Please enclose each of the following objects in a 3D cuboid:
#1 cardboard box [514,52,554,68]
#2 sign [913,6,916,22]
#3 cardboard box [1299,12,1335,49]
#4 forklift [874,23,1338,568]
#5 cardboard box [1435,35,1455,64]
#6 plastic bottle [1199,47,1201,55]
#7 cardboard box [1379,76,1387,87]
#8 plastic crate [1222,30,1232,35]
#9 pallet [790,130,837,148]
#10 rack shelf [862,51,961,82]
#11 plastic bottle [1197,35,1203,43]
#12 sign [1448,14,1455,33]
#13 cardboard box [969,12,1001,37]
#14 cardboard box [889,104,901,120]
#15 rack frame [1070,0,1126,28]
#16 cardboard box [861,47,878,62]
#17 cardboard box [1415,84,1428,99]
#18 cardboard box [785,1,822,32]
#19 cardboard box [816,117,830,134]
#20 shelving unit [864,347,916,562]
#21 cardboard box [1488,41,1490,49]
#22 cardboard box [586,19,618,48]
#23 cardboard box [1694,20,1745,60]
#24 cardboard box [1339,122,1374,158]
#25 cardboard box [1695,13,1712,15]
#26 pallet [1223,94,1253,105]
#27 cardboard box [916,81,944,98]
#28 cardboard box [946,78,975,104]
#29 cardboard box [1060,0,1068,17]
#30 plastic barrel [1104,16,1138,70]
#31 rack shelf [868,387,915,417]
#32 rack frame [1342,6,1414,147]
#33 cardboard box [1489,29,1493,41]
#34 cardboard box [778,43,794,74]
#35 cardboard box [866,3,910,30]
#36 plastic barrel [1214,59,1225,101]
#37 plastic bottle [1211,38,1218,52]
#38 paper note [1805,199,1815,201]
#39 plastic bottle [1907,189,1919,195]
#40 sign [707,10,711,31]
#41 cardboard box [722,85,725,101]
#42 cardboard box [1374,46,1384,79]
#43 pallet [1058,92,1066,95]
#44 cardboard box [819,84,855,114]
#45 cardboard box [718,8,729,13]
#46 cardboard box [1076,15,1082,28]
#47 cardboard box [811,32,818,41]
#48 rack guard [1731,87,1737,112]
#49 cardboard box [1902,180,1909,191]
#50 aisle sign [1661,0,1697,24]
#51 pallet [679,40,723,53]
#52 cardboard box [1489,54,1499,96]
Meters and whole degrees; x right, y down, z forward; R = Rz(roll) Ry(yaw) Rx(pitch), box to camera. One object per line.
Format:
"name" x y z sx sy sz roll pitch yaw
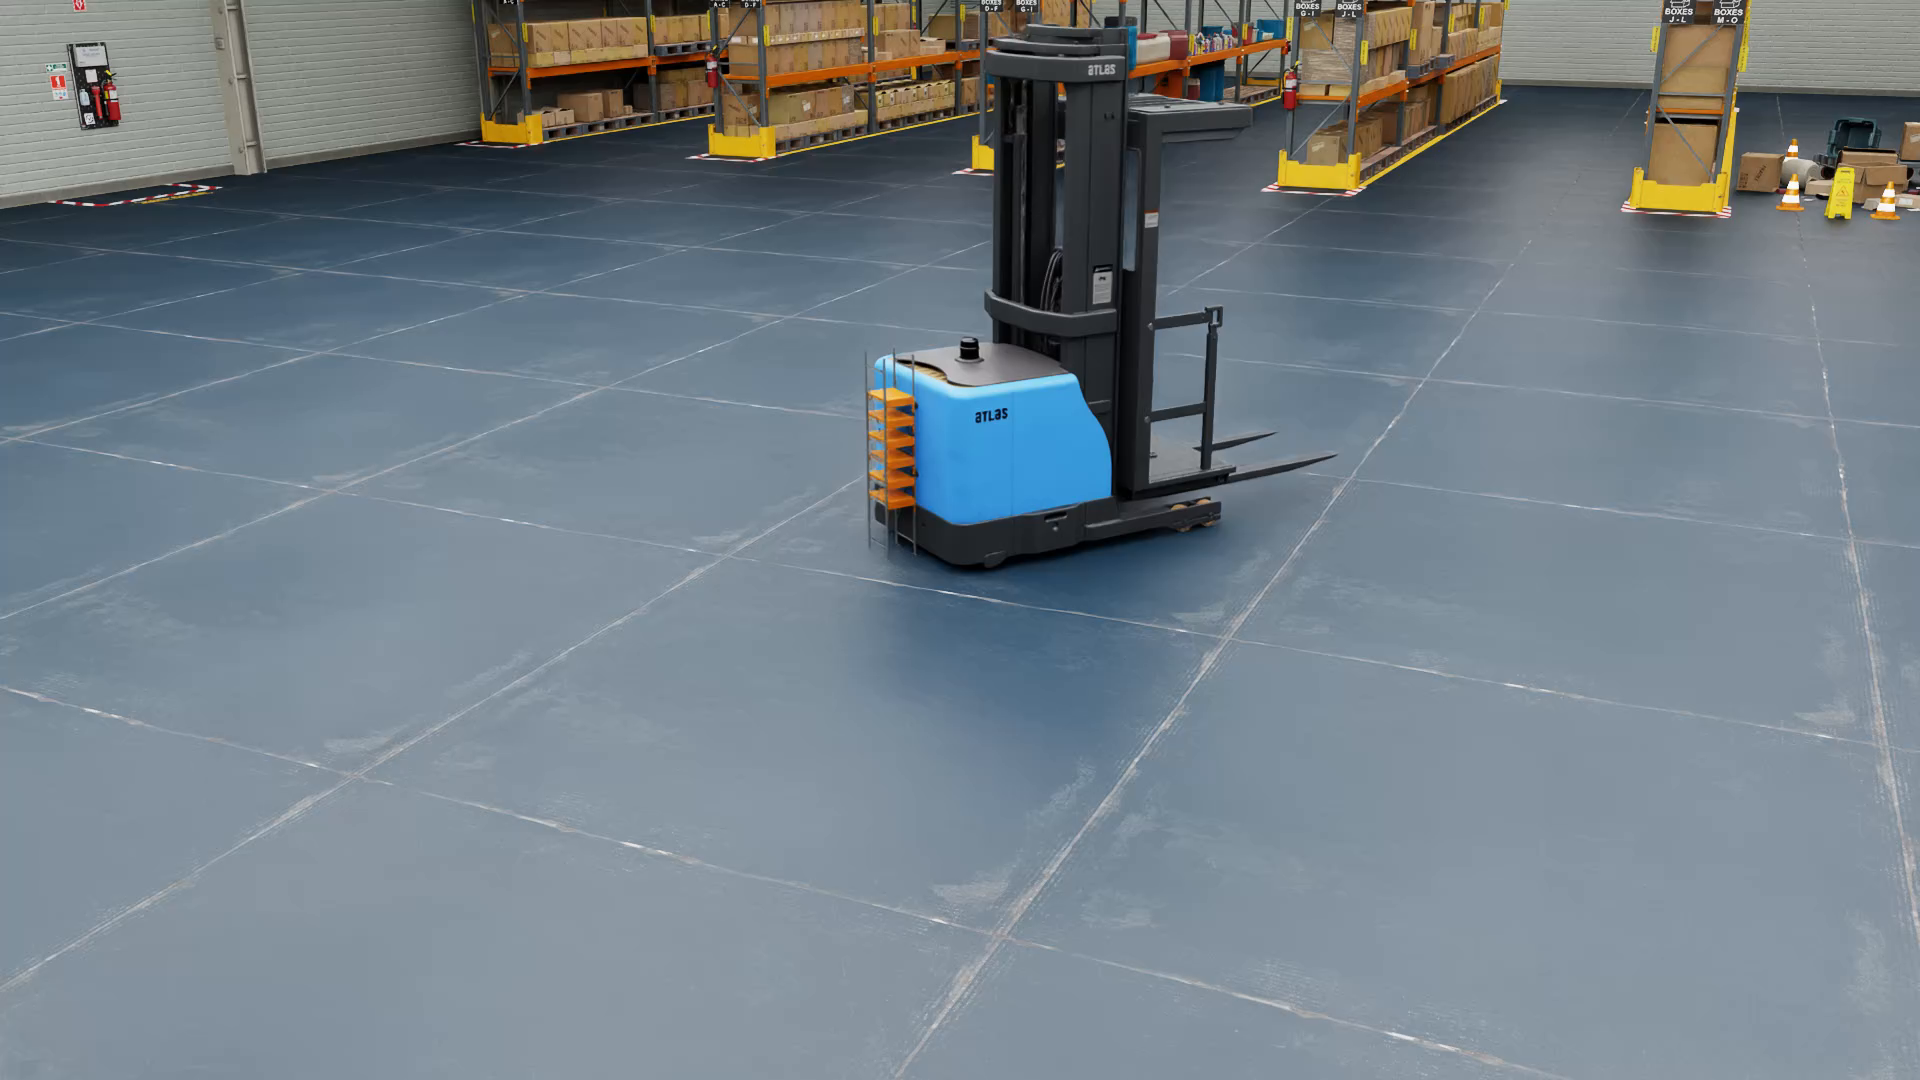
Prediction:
"cardboard box" -7.758 -8.754 30.300 0.500 0.250 0.500 8 21 21
"sign" -0.950 -11.056 34.971 0.100 0.325 0.005 9 21 23
"cardboard box" 5.309 -7.531 24.582 0.500 0.500 0.500 9 21 23
"forklift" 1.011 -1.569 10.006 3.031 2.935 1.130 -11 23 -29
"cardboard box" 9.032 -9.274 31.421 0.500 0.500 0.500 9 22 24
"plastic bottle" 4.855 -10.004 33.918 0.097 0.201 0.097 0 20 0
"cardboard box" 6.500 -7.212 26.147 0.380 0.149 0.250 9 21 23
"plastic crate" 6.279 -11.666 38.455 0.416 0.233 0.300 9 21 23
"pallet" -2.951 -7.328 30.259 1.003 0.211 1.213 9 21 23
"rack shelf" -1.270 -9.526 33.352 1.077 0.370 4.000 9 21 23
"plastic bottle" 4.982 -10.312 34.562 0.144 0.351 0.185 9 21 23
"sign" 9.084 -9.553 30.743 0.100 0.325 0.005 9 21 23
"cardboard box" 0.520 -11.395 36.759 0.700 0.500 0.500 3 20 9
"cardboard box" -1.487 -8.401 32.592 0.500 0.250 0.500 9 22 24
"rack frame" 2.429 -8.573 29.598 1.000 3.000 0.127 9 21 23
"cardboard box" -1.927 -9.339 31.977 0.500 0.250 0.500 10 22 26
"cardboard box" 8.338 -8.290 30.757 0.500 0.250 0.500 10 22 25
"cardboard box" -2.881 -9.315 29.600 0.700 0.500 0.500 9 21 23
"cardboard box" -2.689 -7.525 30.128 0.500 0.250 0.500 9 21 23
"shelving unit" -0.398 -0.489 9.552 0.189 1.200 0.258 -11 23 -29
"cardboard box" 11.285 -10.742 36.072 0.380 0.149 0.250 8 21 21
"cardboard box" -6.936 -9.731 31.930 0.500 0.500 0.500 8 21 21
"cardboard box" 10.475 -6.980 23.283 0.875 0.550 0.550 9 21 23
"cardboard box" 6.337 -6.420 26.647 0.500 0.500 0.500 7 21 18
"cardboard box" 12.670 -8.632 28.123 0.700 0.500 0.500 8 21 22
"pallet" 5.970 -9.935 37.588 1.003 0.211 1.213 9 21 23
"cardboard box" -0.648 -9.289 34.252 0.500 0.311 0.500 8 21 22
"cardboard box" -0.004 -9.606 35.576 0.500 0.500 0.500 10 22 25
"cardboard box" 2.269 -12.796 39.830 0.500 0.500 0.500 9 22 24
"plastic barrel" 2.863 -8.885 29.729 0.600 0.901 0.708 9 21 23
"rack shelf" -0.398 -0.786 9.446 0.180 0.103 0.258 -11 23 -29
"rack frame" 6.947 -7.893 27.687 1.000 3.000 0.127 9 21 23
"cardboard box" 11.279 -10.976 36.135 0.500 0.250 0.500 9 21 23
"cardboard box" -3.313 -8.380 28.906 0.700 0.500 0.500 9 22 24
"cardboard box" -1.895 -13.584 43.242 0.980 0.700 0.700 10 22 25
"plastic barrel" 5.466 -10.063 36.294 0.600 0.901 0.708 9 21 23
"plastic bottle" 5.332 -10.417 34.969 0.152 0.276 0.135 9 21 23
"paper note" 11.967 -4.793 23.403 0.144 0.017 0.142 18 26 41
"plastic bottle" 13.749 -5.012 23.970 0.133 0.061 0.283 13 23 32
"sign" -4.216 -8.767 28.061 0.100 0.325 0.005 9 21 23
"cardboard box" -5.536 -9.816 36.166 0.700 0.500 0.500 9 21 23
"cardboard box" 6.114 -7.489 25.958 0.875 0.500 0.500 9 21 23
"pallet" 1.967 -10.969 40.498 1.003 0.211 1.213 9 21 23
"cardboard box" -2.295 -8.186 30.868 0.500 0.500 0.500 9 21 23
"cardboard box" -5.204 -11.505 36.069 0.380 0.149 0.250 5 20 14
"cardboard box" 2.681 -12.636 40.873 0.500 0.500 0.500 9 21 23
"cardboard box" -2.740 -8.944 29.523 0.380 0.149 0.250 9 21 23
"rack guard" 16.314 -9.649 36.354 1.175 0.500 0.348 9 21 23
"cardboard box" 13.697 -5.291 24.449 0.258 0.266 0.396 -5 20 -15
"aisle sign" 9.490 -7.203 21.867 0.394 0.787 0.004 9 21 23
"pallet" -5.745 -10.454 35.173 1.003 0.211 1.213 9 21 23
"cardboard box" 11.672 -10.552 37.706 0.875 0.875 0.875 9 21 23
